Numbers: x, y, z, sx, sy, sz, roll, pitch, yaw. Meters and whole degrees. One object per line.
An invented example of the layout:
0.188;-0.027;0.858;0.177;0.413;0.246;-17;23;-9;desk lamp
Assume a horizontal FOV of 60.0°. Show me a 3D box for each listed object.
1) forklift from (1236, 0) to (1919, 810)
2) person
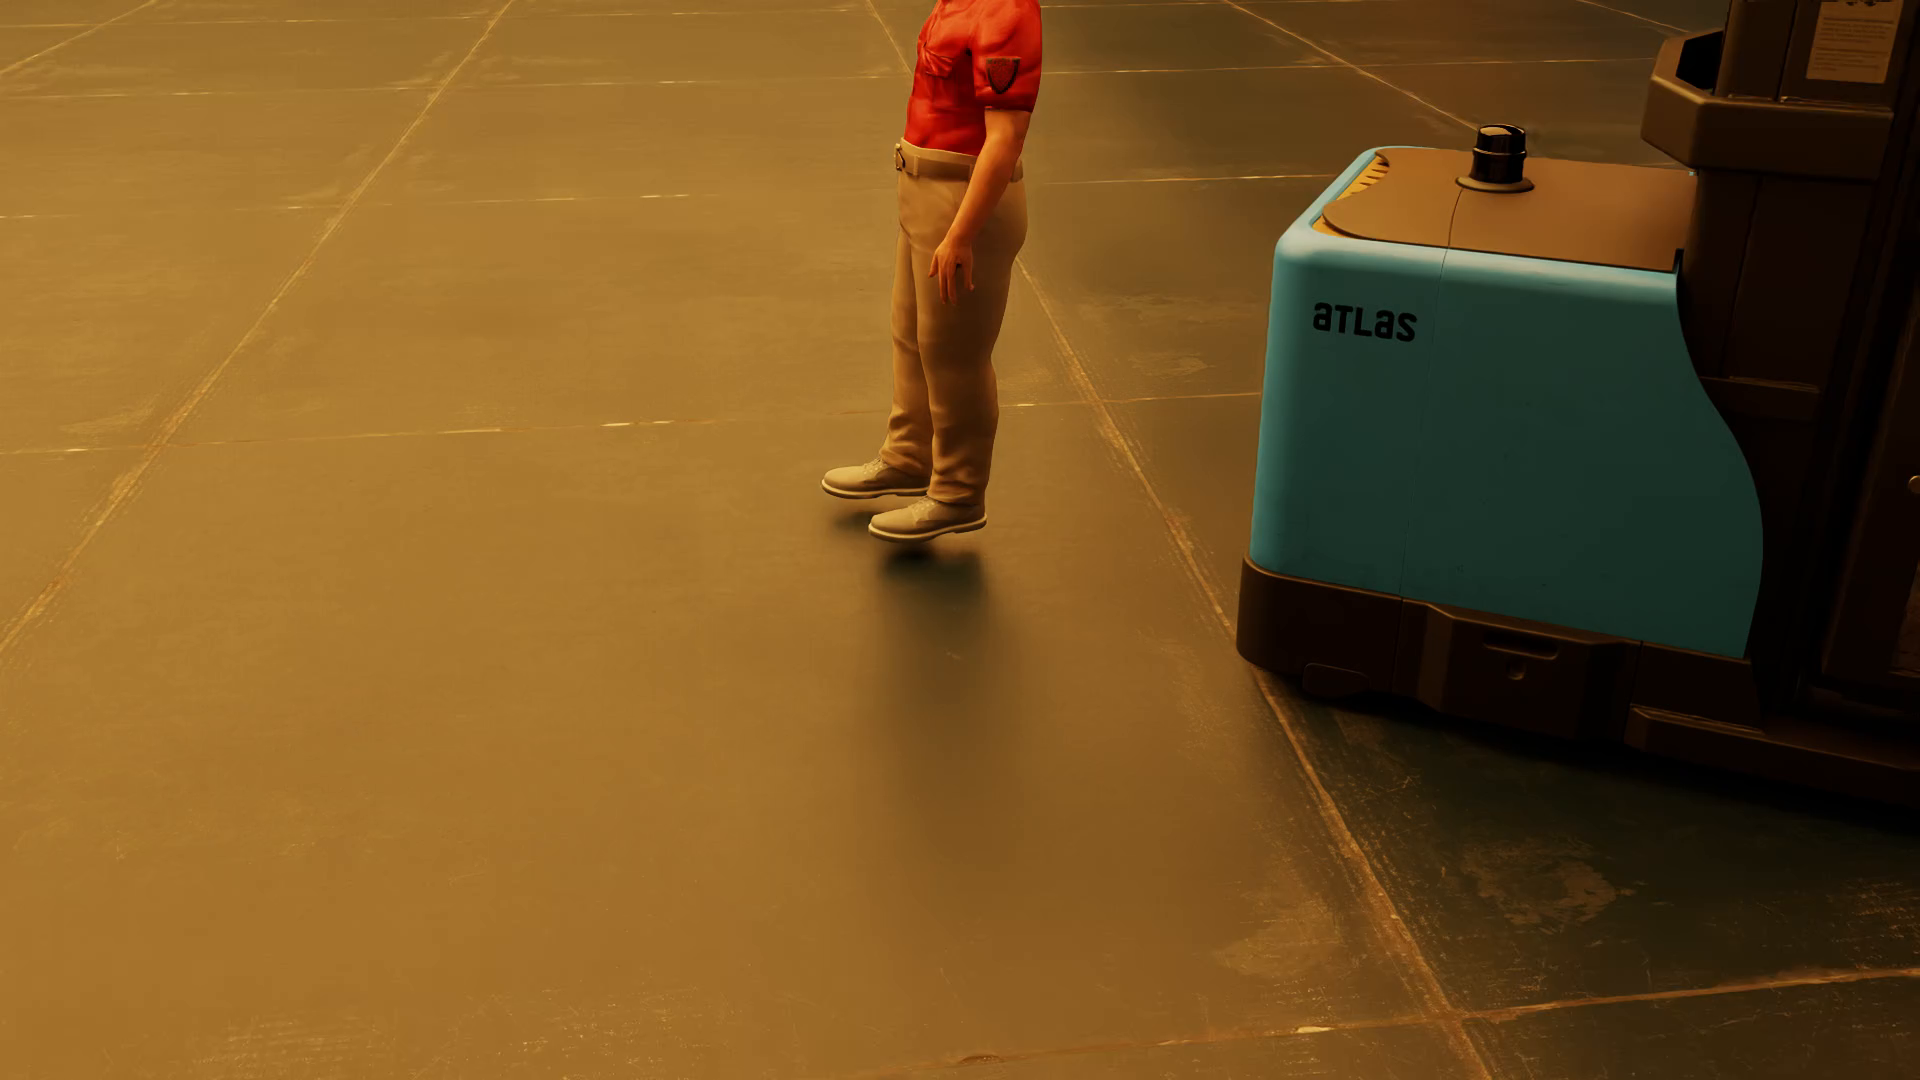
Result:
2.214;-0.921;3.142;3.031;2.935;1.130;11;28;21;forklift
-0.090;-0.821;4.211;0.551;1.727;0.640;-3;26;-7;person
